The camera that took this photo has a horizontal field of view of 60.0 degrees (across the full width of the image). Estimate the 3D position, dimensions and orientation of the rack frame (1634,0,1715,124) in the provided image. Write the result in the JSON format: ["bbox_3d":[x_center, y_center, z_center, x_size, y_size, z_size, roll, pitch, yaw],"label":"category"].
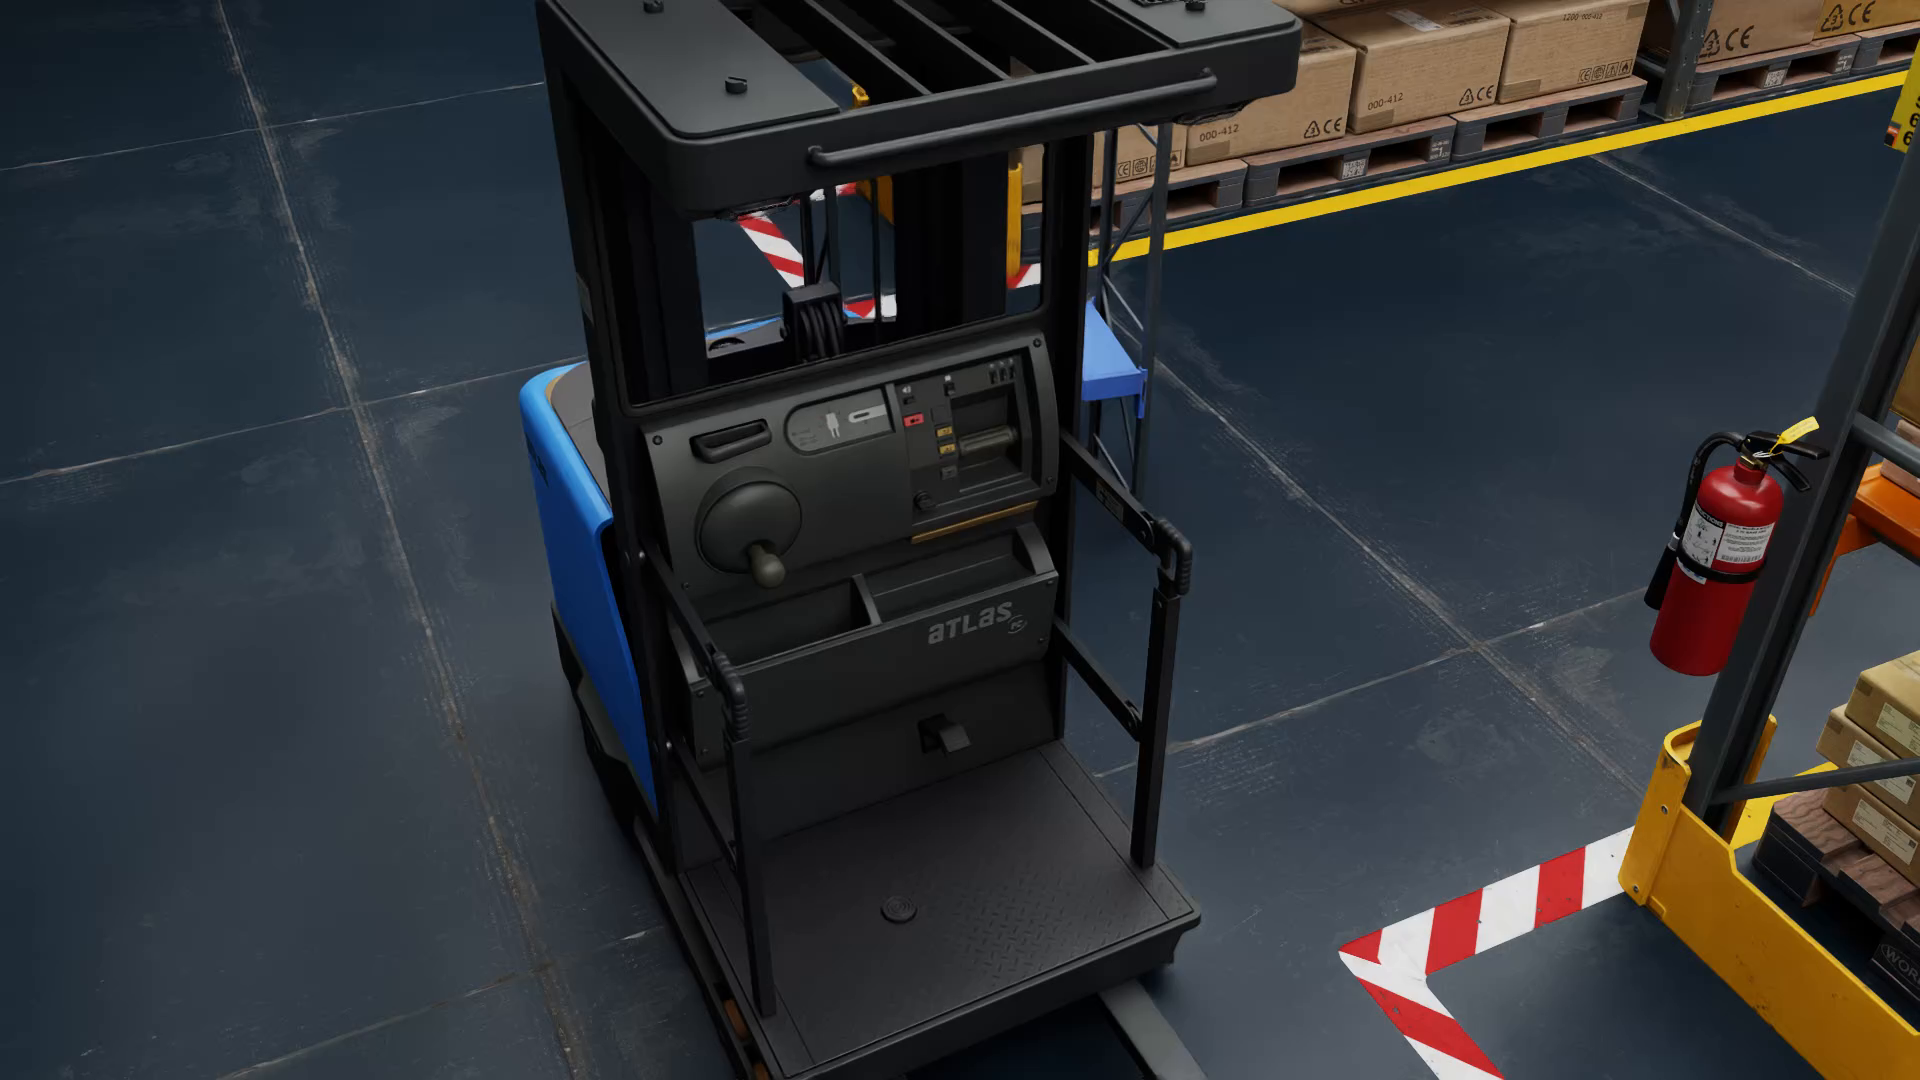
[{"bbox_3d":[3.523,-3.661,8.168,0.127,3.000,1.000,-16,39,-20],"label":"rack frame"}]

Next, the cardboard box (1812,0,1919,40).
[{"bbox_3d":[4.864,-3.410,9.260,0.875,0.875,0.875,-14,39,-19],"label":"cardboard box"}]

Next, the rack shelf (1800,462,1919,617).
[{"bbox_3d":[3.907,-0.222,4.136,4.000,0.370,1.077,-16,39,-20],"label":"rack shelf"}]

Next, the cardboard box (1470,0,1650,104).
[{"bbox_3d":[2.909,-2.700,8.670,0.875,0.438,0.875,-16,40,-21],"label":"cardboard box"}]

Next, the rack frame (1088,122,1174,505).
[{"bbox_3d":[0.550,-0.771,5.530,0.032,1.500,0.500,-9,38,-12],"label":"rack frame"}]

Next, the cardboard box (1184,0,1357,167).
[{"bbox_3d":[1.281,-2.246,8.058,0.875,0.438,0.875,-15,39,-19],"label":"cardboard box"}]

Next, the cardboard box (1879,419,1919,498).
[{"bbox_3d":[2.271,-0.139,3.630,0.250,0.149,0.380,-16,39,-20],"label":"cardboard box"}]

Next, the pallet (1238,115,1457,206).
[{"bbox_3d":[1.695,-2.080,8.377,1.213,0.211,1.003,-16,39,-20],"label":"pallet"}]

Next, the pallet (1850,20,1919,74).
[{"bbox_3d":[5.295,-3.088,9.737,1.213,0.211,1.003,-16,39,-20],"label":"pallet"}]

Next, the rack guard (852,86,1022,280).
[{"bbox_3d":[-0.120,-1.639,7.540,0.348,0.500,1.175,-16,39,-20],"label":"rack guard"}]

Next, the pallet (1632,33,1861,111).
[{"bbox_3d":[4.189,-2.777,9.317,1.213,0.211,1.003,-16,39,-20],"label":"pallet"}]

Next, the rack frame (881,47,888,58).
[{"bbox_3d":[-0.098,-2.649,6.803,0.127,3.000,1.000,-16,39,-20],"label":"rack frame"}]

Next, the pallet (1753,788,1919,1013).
[{"bbox_3d":[2.915,0.909,4.347,1.213,0.211,1.003,-16,39,-20],"label":"pallet"}]

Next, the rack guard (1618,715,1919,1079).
[{"bbox_3d":[2.165,0.980,4.009,0.348,0.500,1.175,-16,39,-20],"label":"rack guard"}]

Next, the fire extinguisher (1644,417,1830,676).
[{"bbox_3d":[1.672,-0.009,3.622,0.183,0.674,0.296,-16,39,-20],"label":"fire extinguisher"}]

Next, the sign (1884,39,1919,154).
[{"bbox_3d":[1.879,-0.901,3.210,0.005,0.325,0.100,-16,39,-20],"label":"sign"}]

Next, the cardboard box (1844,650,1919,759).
[{"bbox_3d":[2.468,0.462,4.151,0.250,0.149,0.380,-15,39,-19],"label":"cardboard box"}]

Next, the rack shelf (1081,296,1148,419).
[{"bbox_3d":[0.059,-0.548,5.532,1.000,0.185,0.538,-9,38,-12],"label":"rack shelf"}]

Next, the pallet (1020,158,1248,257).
[{"bbox_3d":[0.592,-1.773,7.964,1.213,0.211,1.003,-16,39,-20],"label":"pallet"}]

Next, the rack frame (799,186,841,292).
[{"bbox_3d":[-0.432,-0.615,5.320,0.032,1.500,0.500,-9,38,-12],"label":"rack frame"}]

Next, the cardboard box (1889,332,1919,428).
[{"bbox_3d":[2.394,-0.417,3.461,0.500,0.500,0.500,-15,39,-19],"label":"cardboard box"}]

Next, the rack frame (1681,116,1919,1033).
[{"bbox_3d":[2.096,-0.005,3.239,0.127,3.000,1.000,-16,39,-20],"label":"rack frame"}]

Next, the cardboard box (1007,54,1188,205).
[{"bbox_3d":[0.457,-2.009,7.739,0.875,0.438,0.875,-17,40,-21],"label":"cardboard box"}]

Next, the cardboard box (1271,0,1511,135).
[{"bbox_3d":[2.098,-2.473,8.364,0.875,0.438,0.875,-17,40,-21],"label":"cardboard box"}]

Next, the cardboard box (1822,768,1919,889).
[{"bbox_3d":[2.484,0.726,4.294,0.250,0.149,0.380,-15,39,-19],"label":"cardboard box"}]

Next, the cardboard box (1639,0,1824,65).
[{"bbox_3d":[4.050,-3.177,8.946,0.875,0.875,0.875,-14,39,-19],"label":"cardboard box"}]

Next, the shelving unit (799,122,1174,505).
[{"bbox_3d":[0.059,-0.693,5.425,1.048,1.500,0.538,-9,38,-12],"label":"shelving unit"}]

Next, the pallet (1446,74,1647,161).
[{"bbox_3d":[2.801,-2.391,8.796,1.213,0.211,1.003,-16,39,-20],"label":"pallet"}]

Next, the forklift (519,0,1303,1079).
[{"bbox_3d":[-0.114,-0.111,3.439,1.130,2.935,3.031,-17,40,-21],"label":"forklift"}]

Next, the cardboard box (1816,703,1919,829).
[{"bbox_3d":[2.453,0.564,4.262,0.250,0.149,0.380,-17,40,-21],"label":"cardboard box"}]
